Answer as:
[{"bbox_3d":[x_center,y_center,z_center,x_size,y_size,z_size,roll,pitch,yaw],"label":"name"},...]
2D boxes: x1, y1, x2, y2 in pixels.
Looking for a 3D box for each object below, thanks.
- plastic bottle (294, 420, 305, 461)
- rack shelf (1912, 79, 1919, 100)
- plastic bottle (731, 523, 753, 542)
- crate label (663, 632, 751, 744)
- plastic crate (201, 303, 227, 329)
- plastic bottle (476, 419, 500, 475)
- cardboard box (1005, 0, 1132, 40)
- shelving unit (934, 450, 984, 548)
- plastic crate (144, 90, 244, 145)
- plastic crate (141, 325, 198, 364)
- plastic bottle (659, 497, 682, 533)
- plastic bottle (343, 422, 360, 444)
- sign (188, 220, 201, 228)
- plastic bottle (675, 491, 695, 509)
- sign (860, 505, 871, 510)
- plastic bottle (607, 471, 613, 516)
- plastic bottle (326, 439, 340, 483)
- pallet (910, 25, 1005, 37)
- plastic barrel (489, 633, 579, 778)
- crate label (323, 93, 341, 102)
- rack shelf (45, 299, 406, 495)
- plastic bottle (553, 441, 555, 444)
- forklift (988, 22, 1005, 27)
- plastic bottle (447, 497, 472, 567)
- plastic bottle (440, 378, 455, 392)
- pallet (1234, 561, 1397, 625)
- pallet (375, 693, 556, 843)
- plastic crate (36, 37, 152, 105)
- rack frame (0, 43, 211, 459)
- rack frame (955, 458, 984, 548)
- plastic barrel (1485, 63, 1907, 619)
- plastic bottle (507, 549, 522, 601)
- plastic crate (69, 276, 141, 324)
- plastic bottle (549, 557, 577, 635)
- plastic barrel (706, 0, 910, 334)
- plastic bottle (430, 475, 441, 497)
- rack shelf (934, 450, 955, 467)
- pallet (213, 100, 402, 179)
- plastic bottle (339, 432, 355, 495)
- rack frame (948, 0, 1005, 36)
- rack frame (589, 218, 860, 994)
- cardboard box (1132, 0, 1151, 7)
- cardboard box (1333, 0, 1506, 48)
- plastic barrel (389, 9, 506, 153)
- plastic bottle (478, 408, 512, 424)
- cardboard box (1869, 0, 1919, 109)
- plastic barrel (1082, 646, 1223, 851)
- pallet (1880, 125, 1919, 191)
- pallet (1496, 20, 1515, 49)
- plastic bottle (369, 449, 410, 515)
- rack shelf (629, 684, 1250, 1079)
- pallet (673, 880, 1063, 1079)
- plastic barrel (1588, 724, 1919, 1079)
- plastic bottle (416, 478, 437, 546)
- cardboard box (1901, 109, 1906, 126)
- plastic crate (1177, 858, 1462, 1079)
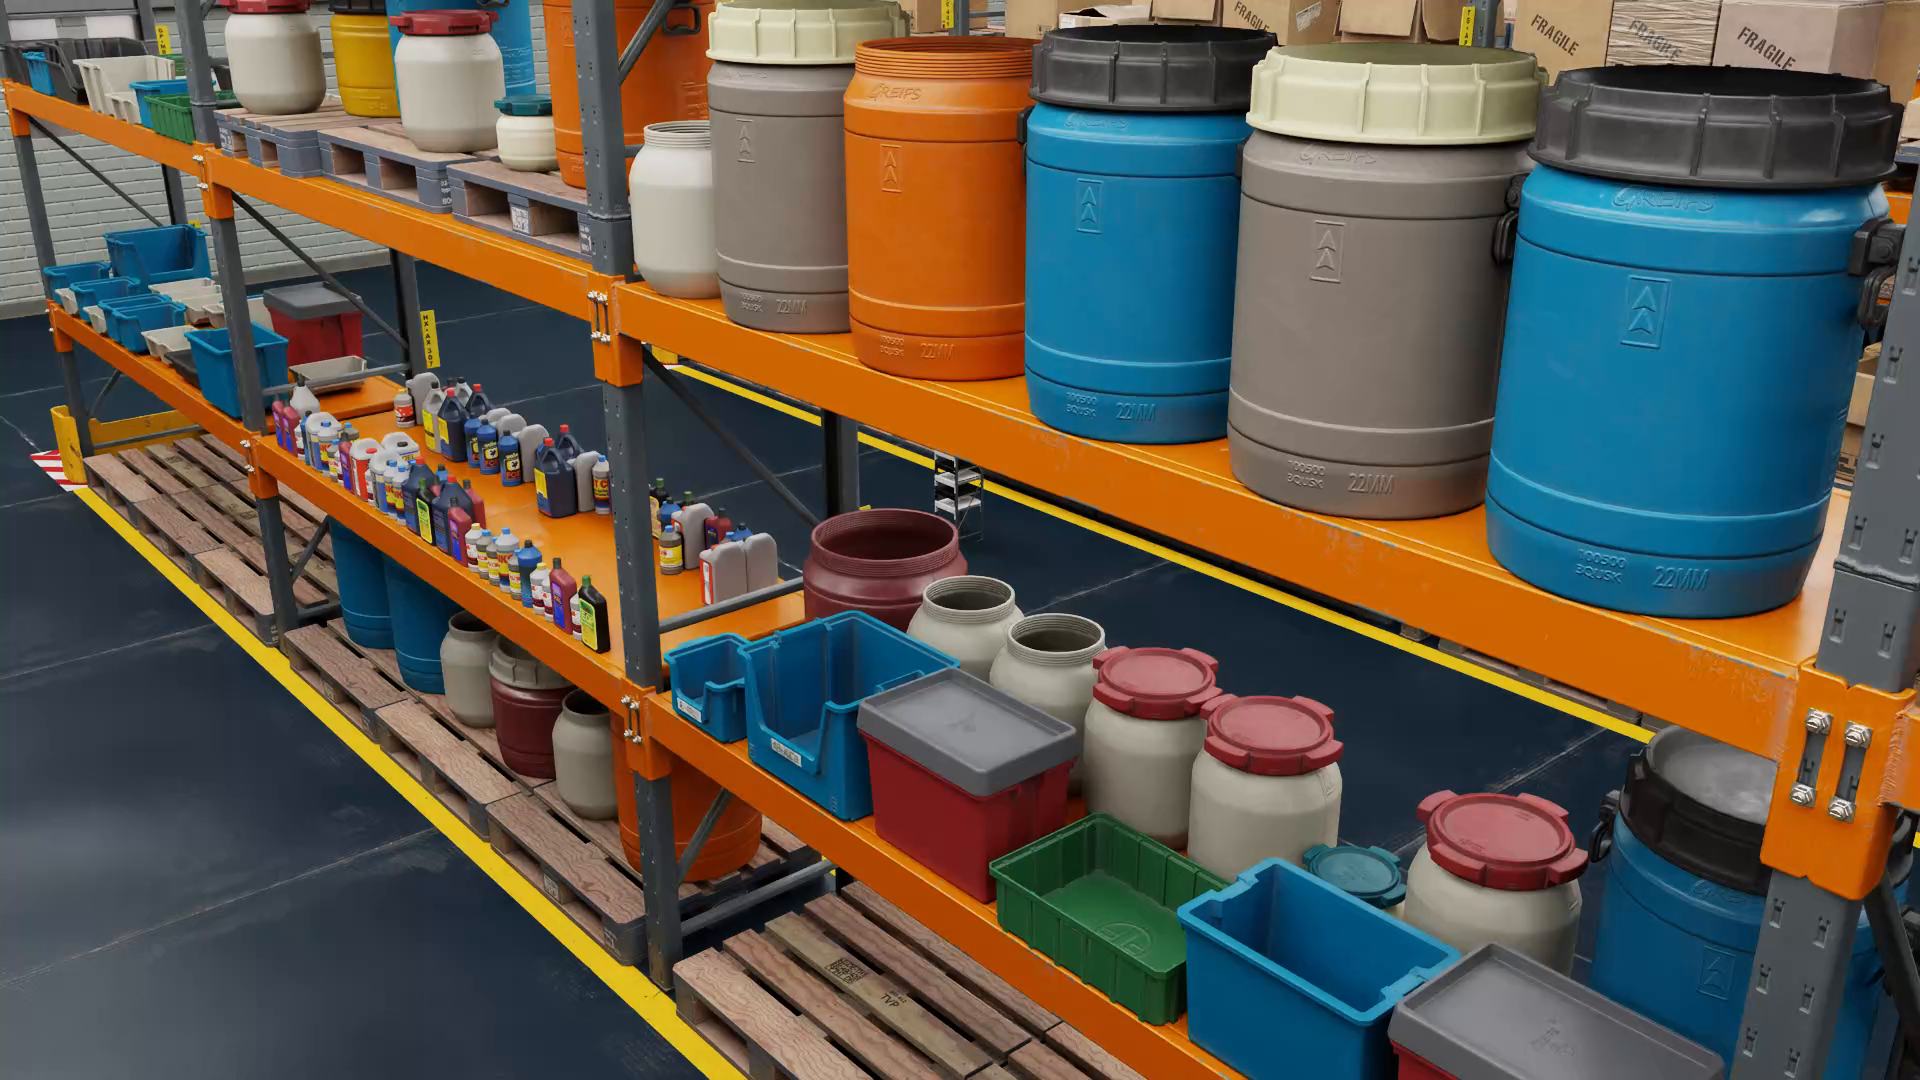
[{"bbox_3d":[-3.323,-0.510,8.446,0.097,0.201,0.097,0,21,0],"label":"plastic bottle"},{"bbox_3d":[8.077,-2.606,10.398,1.077,0.370,4.000,-17,27,-37],"label":"rack shelf"},{"bbox_3d":[-0.897,0.060,6.895,0.097,0.271,0.097,0,21,0],"label":"plastic bottle"},{"bbox_3d":[-0.813,0.519,5.777,0.303,0.233,0.416,-17,27,-37],"label":"crate label"},{"bbox_3d":[-4.771,-1.466,10.894,0.298,0.136,0.250,-17,27,-37],"label":"plastic crate"},{"bbox_3d":[-2.340,-0.466,8.237,0.097,0.271,0.097,0,21,0],"label":"plastic bottle"},{"bbox_3d":[0.723,-3.530,11.058,0.700,0.500,0.500,-17,27,-36],"label":"cardboard box"},{"bbox_3d":[-0.005,-0.421,10.826,0.258,0.900,0.210,-17,27,-37],"label":"shelving unit"},{"bbox_3d":[-3.921,-2.213,8.699,0.450,0.188,0.662,-17,27,-37],"label":"plastic crate"},{"bbox_3d":[-4.780,-1.185,10.175,0.293,0.136,0.466,-17,27,-37],"label":"plastic crate"},{"bbox_3d":[-1.245,-0.053,7.184,0.097,0.271,0.097,0,21,0],"label":"plastic bottle"},{"bbox_3d":[-3.081,-0.493,8.402,0.097,0.201,0.097,0,21,0],"label":"plastic bottle"},{"bbox_3d":[-5.620,-2.187,12.230,0.100,0.325,0.005,-17,27,-37],"label":"sign"},{"bbox_3d":[-1.197,-0.083,7.243,0.061,0.283,0.133,-17,27,-37],"label":"plastic bottle"},{"bbox_3d":[-0.392,0.026,6.581,0.100,0.325,0.005,-17,27,-37],"label":"sign"},{"bbox_3d":[-1.562,-0.237,7.637,0.061,0.283,0.133,-17,27,-37],"label":"plastic bottle"},{"bbox_3d":[-3.044,-0.393,8.146,0.097,0.201,0.097,0,21,0],"label":"plastic bottle"},{"bbox_3d":[-0.189,-3.633,12.156,1.003,0.211,1.213,-17,27,-37],"label":"pallet"},{"bbox_3d":[-1.874,0.719,7.766,0.600,0.588,0.708,-17,27,-37],"label":"plastic barrel"},{"bbox_3d":[-3.516,-2.348,9.114,0.293,0.136,0.466,-17,27,-37],"label":"crate label"},{"bbox_3d":[-4.721,-1.088,10.635,1.077,0.370,4.000,-17,27,-37],"label":"rack shelf"},{"bbox_3d":[-1.921,-0.389,8.025,0.061,0.283,0.133,-17,27,-37],"label":"plastic bottle"},{"bbox_3d":[0.777,-2.901,14.373,3.031,2.935,1.130,19,28,39],"label":"forklift"},{"bbox_3d":[-2.138,-0.037,7.125,0.061,0.283,0.133,-17,27,-37],"label":"plastic bottle"},{"bbox_3d":[-2.728,-0.731,8.897,0.061,0.283,0.133,-17,27,-37],"label":"plastic bottle"},{"bbox_3d":[2.490,0.119,10.392,1.003,0.211,1.213,-17,27,-37],"label":"pallet"},{"bbox_3d":[-2.143,0.989,8.171,1.003,0.211,1.213,-17,27,-37],"label":"pallet"},{"bbox_3d":[-5.237,-2.856,10.134,0.504,0.338,0.767,-17,27,-37],"label":"plastic crate"},{"bbox_3d":[-6.026,-1.975,11.914,1.000,3.000,0.127,-17,27,-37],"label":"rack frame"},{"bbox_3d":[0.061,-0.393,10.754,0.240,0.900,0.006,-17,27,-37],"label":"rack frame"},{"bbox_3d":[1.310,-0.379,3.038,0.600,0.901,0.708,-17,27,-37],"label":"plastic barrel"},{"bbox_3d":[-1.794,0.137,6.795,0.097,0.201,0.097,0,21,0],"label":"plastic bottle"},{"bbox_3d":[-5.685,-1.597,11.095,0.416,0.233,0.300,-17,27,-37],"label":"plastic crate"},{"bbox_3d":[-1.542,0.215,6.481,0.061,0.283,0.133,-17,27,-37],"label":"plastic bottle"},{"bbox_3d":[-0.433,-1.117,4.921,0.600,0.901,0.600,0,21,0],"label":"plastic barrel"},{"bbox_3d":[-2.299,-0.139,7.386,0.061,0.283,0.133,-17,27,-37],"label":"plastic bottle"},{"bbox_3d":[-0.005,-0.558,10.772,0.258,0.077,0.200,-17,27,-37],"label":"rack shelf"},{"bbox_3d":[-2.830,-1.986,8.086,1.213,0.211,1.003,-17,27,-37],"label":"pallet"},{"bbox_3d":[-2.919,-0.368,7.969,0.061,0.283,0.133,-17,27,-37],"label":"plastic bottle"},{"bbox_3d":[0.337,-4.843,11.009,1.000,3.000,0.127,-17,27,-37],"label":"rack frame"},{"bbox_3d":[-0.804,0.235,6.271,1.000,3.000,0.127,-17,27,-37],"label":"rack frame"},{"bbox_3d":[1.989,-5.303,16.502,0.500,0.250,0.500,-16,27,-36],"label":"cardboard box"},{"bbox_3d":[2.495,-2.736,9.025,0.797,0.503,0.637,-16,26,-34],"label":"cardboard box"},{"bbox_3d":[-2.076,-1.874,6.782,0.433,0.535,0.433,0,21,0],"label":"plastic barrel"},{"bbox_3d":[-2.345,-0.540,8.420,0.152,0.276,0.135,-17,27,-37],"label":"plastic bottle"},{"bbox_3d":[4.103,-2.268,7.727,0.500,0.500,0.500,-17,27,-37],"label":"cardboard box"},{"bbox_3d":[0.587,0.638,5.056,0.433,0.535,0.433,0,21,0],"label":"plastic barrel"},{"bbox_3d":[4.557,-1.630,7.177,1.213,0.211,1.003,-17,27,-37],"label":"pallet"},{"bbox_3d":[4.483,-4.315,14.033,1.213,0.211,1.003,-17,27,-37],"label":"pallet"},{"bbox_3d":[-2.646,-0.274,7.740,0.152,0.276,0.135,-17,27,-37],"label":"plastic bottle"},{"bbox_3d":[0.501,1.123,4.991,1.077,0.370,4.000,-17,27,-37],"label":"rack shelf"},{"bbox_3d":[-0.328,1.757,6.210,1.003,0.211,1.213,-17,27,-37],"label":"pallet"},{"bbox_3d":[1.784,0.928,3.815,0.600,0.901,0.708,-17,27,-37],"label":"plastic barrel"},{"bbox_3d":[-2.345,-0.125,7.349,0.061,0.283,0.133,-17,27,-37],"label":"plastic bottle"},{"bbox_3d":[4.104,-1.925,7.878,0.500,0.250,0.500,-17,27,-36],"label":"cardboard box"},{"bbox_3d":[0.851,1.117,4.041,0.392,0.384,0.575,-17,27,-37],"label":"plastic crate"}]
